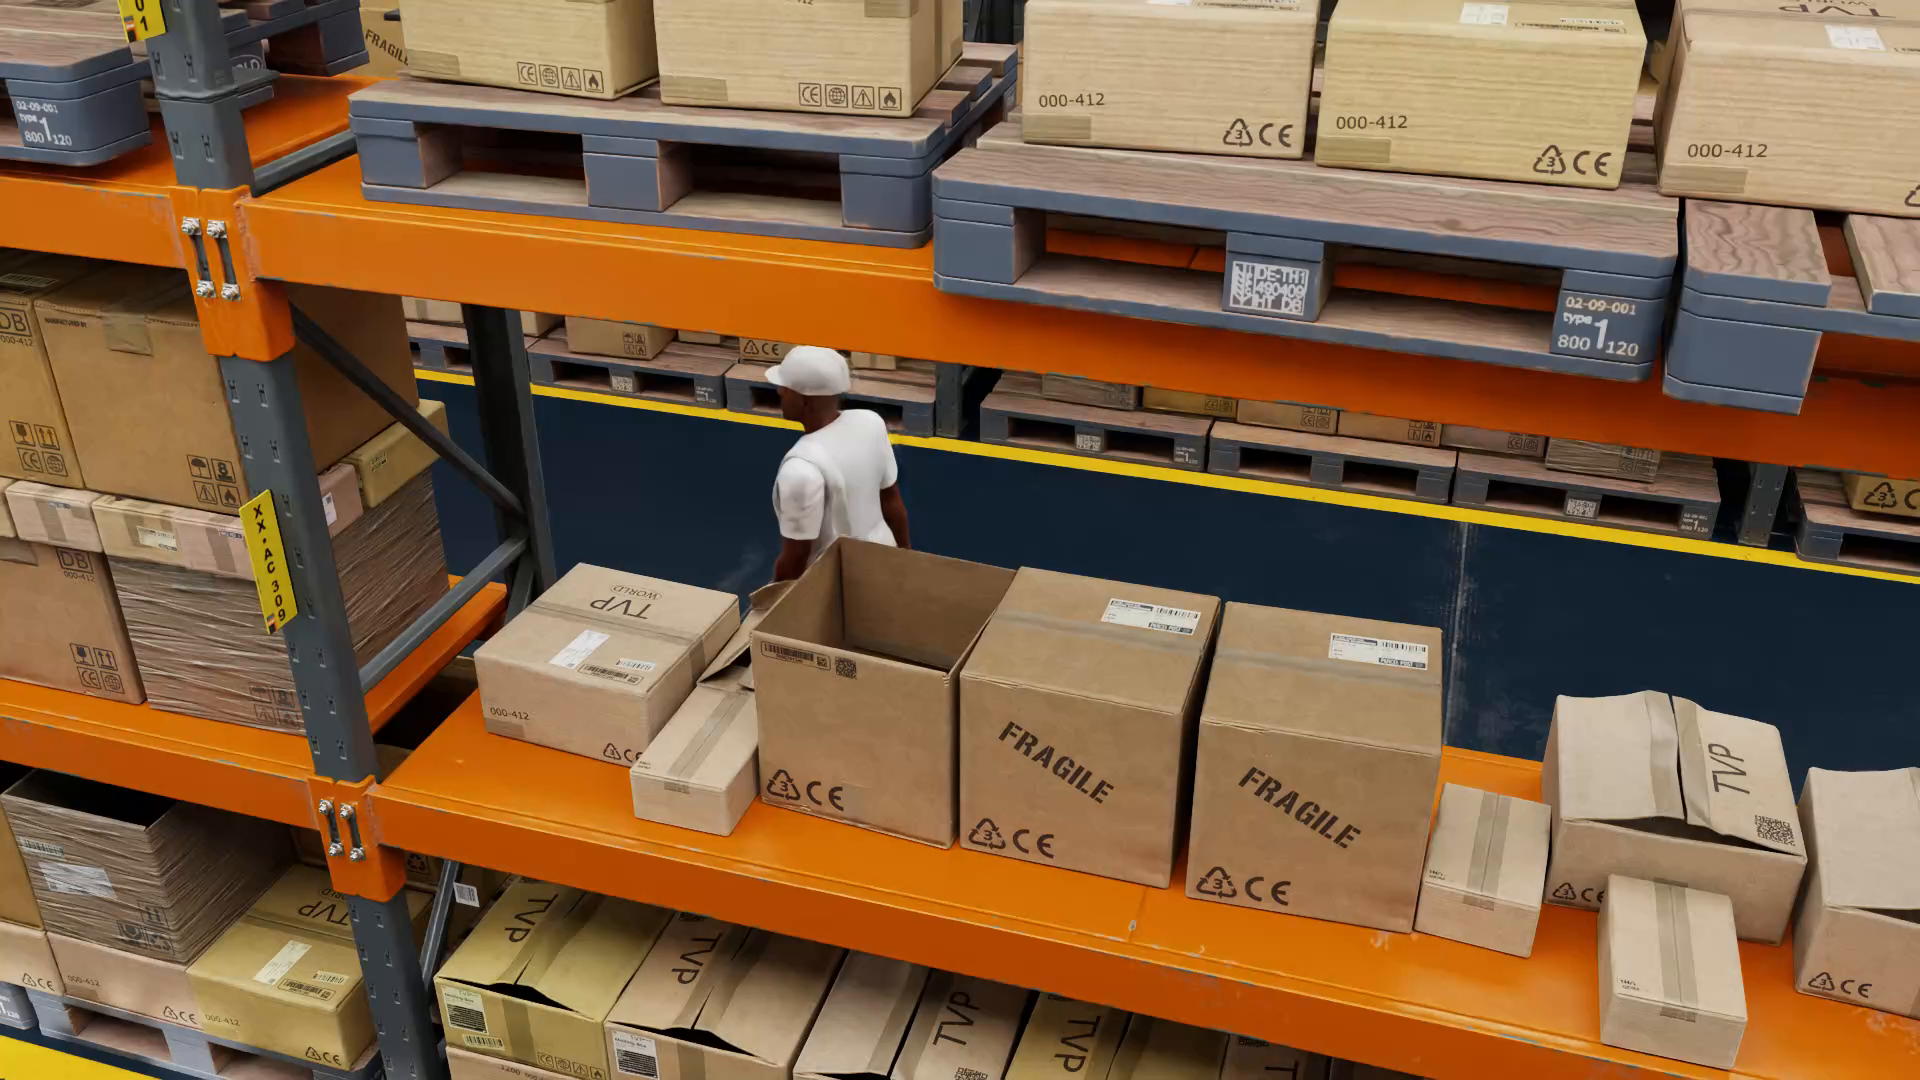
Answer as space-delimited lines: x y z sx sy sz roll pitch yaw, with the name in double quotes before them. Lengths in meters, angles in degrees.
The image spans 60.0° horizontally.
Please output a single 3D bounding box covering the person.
"person" -0.486 0.111 5.919 1.068 1.708 0.603 9 30 16
